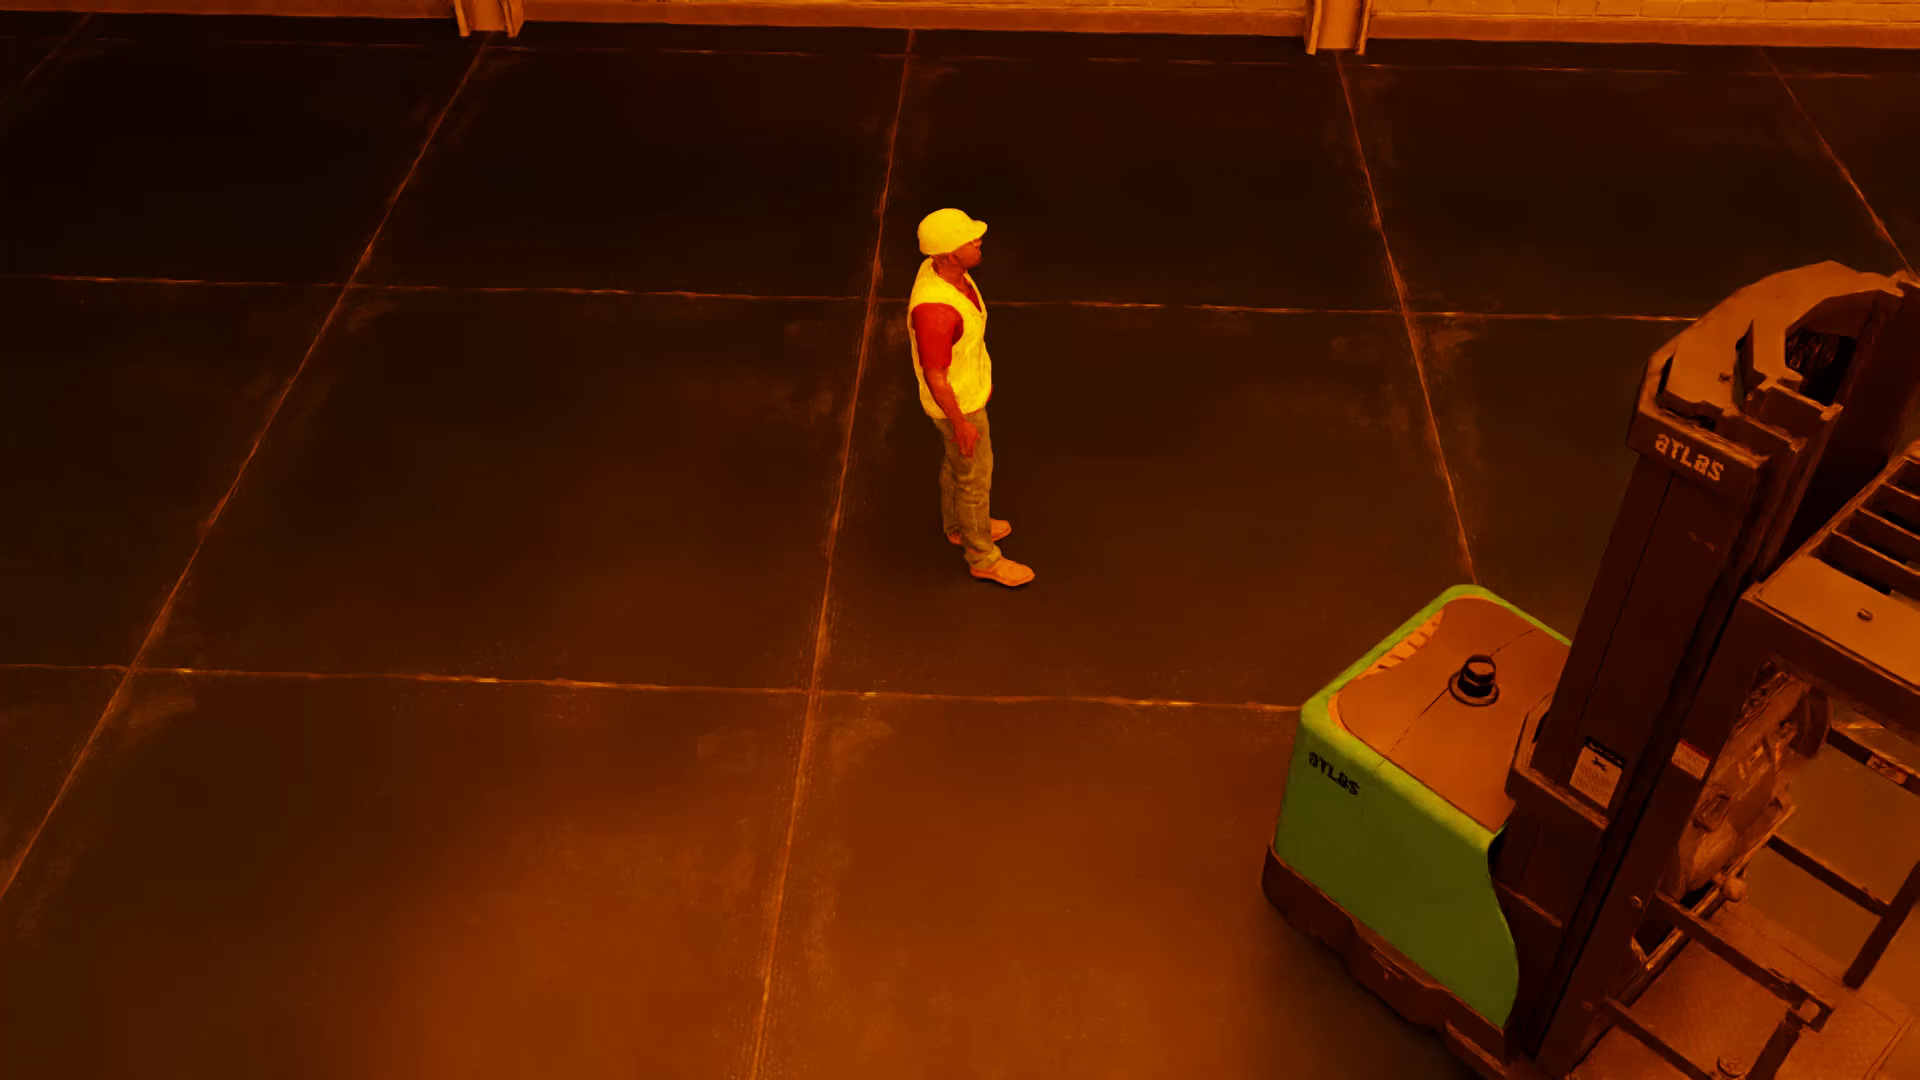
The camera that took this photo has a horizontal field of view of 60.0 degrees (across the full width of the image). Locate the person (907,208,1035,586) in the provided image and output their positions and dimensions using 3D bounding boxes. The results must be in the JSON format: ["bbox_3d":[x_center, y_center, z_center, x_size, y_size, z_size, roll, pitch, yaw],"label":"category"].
[{"bbox_3d":[0.069,-0.652,7.310,0.576,1.766,0.665,2,42,2],"label":"person"}]

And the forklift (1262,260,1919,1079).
[{"bbox_3d":[2.521,0.799,4.867,1.130,2.935,3.031,-32,51,-30],"label":"forklift"}]
